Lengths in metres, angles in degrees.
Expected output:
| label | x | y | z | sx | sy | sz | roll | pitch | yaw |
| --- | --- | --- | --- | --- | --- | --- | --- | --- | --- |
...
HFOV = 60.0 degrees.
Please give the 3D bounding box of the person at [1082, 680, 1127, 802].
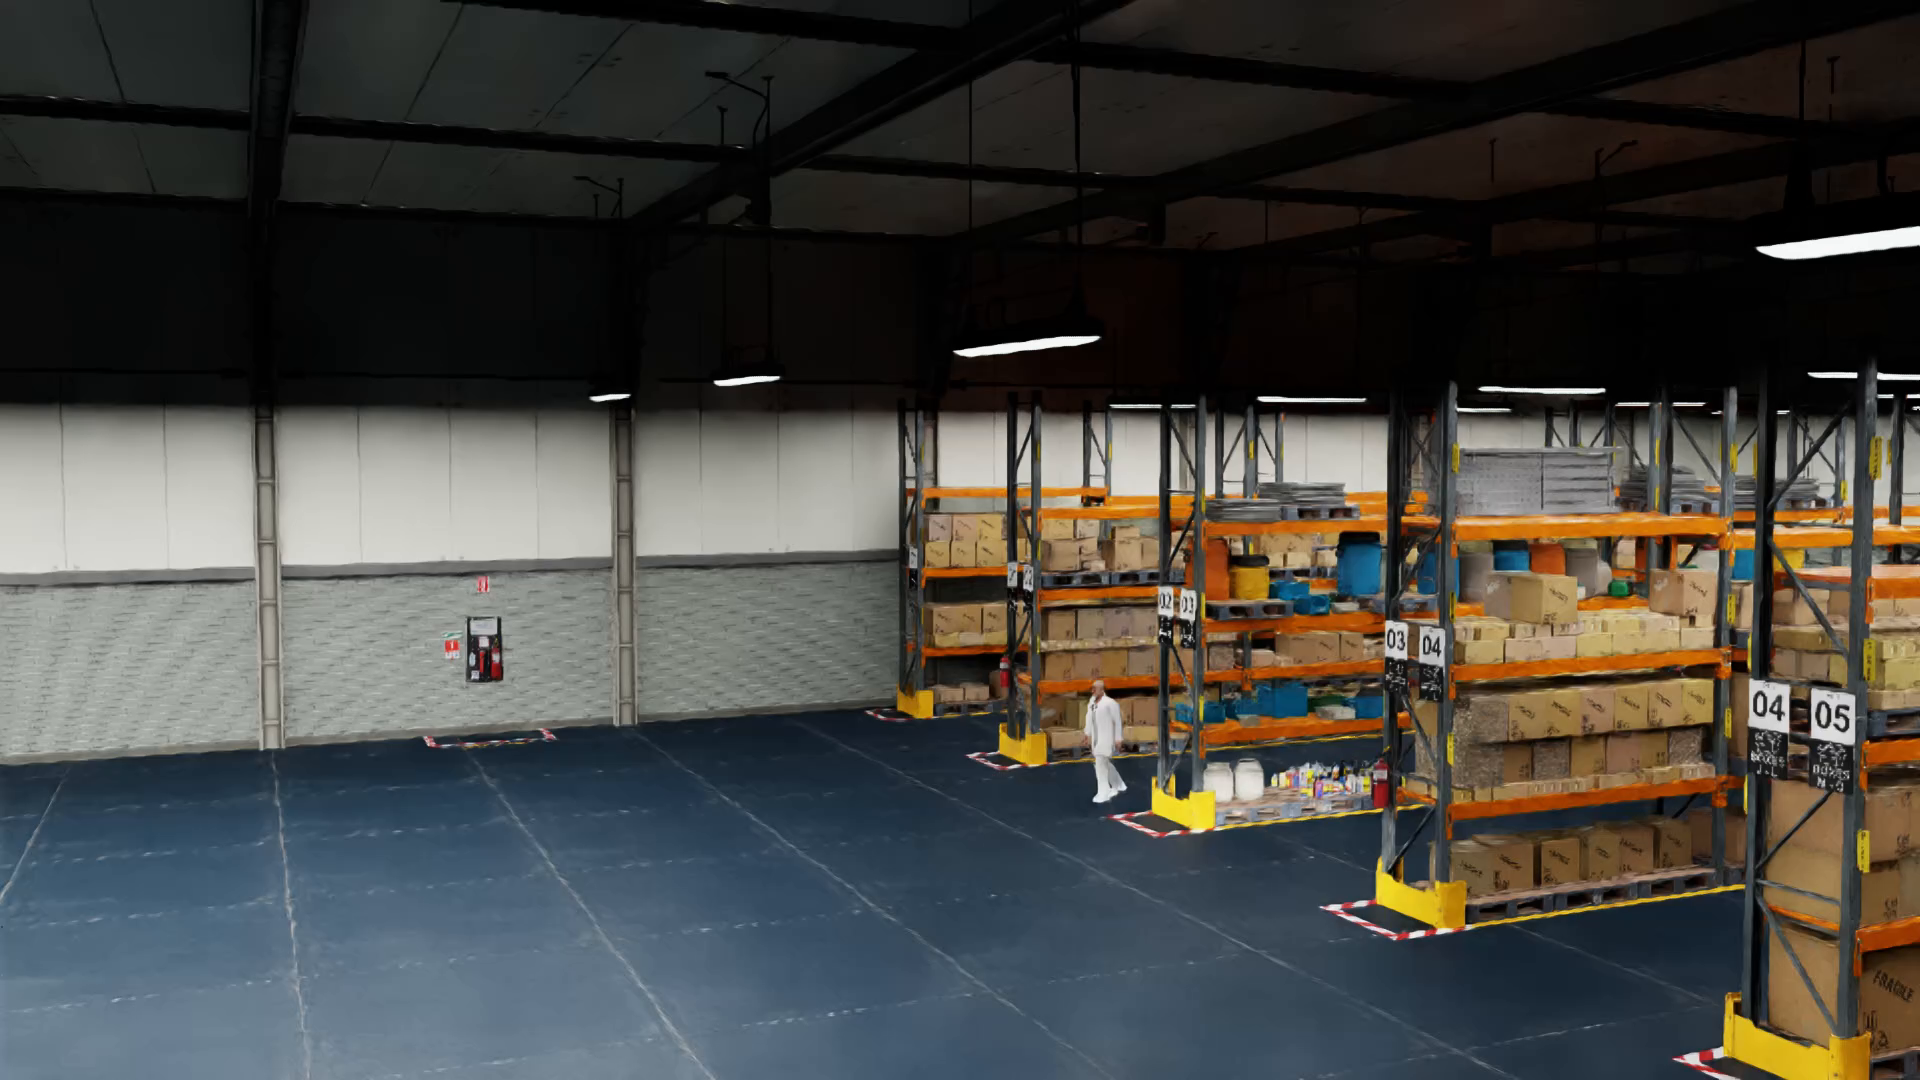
| label | x | y | z | sx | sy | sz | roll | pitch | yaw |
| --- | --- | --- | --- | --- | --- | --- | --- | --- | --- |
| person | 2.158 | 2.882 | 24.122 | 0.765 | 1.753 | 0.720 | -2 | 4 | -31 |
